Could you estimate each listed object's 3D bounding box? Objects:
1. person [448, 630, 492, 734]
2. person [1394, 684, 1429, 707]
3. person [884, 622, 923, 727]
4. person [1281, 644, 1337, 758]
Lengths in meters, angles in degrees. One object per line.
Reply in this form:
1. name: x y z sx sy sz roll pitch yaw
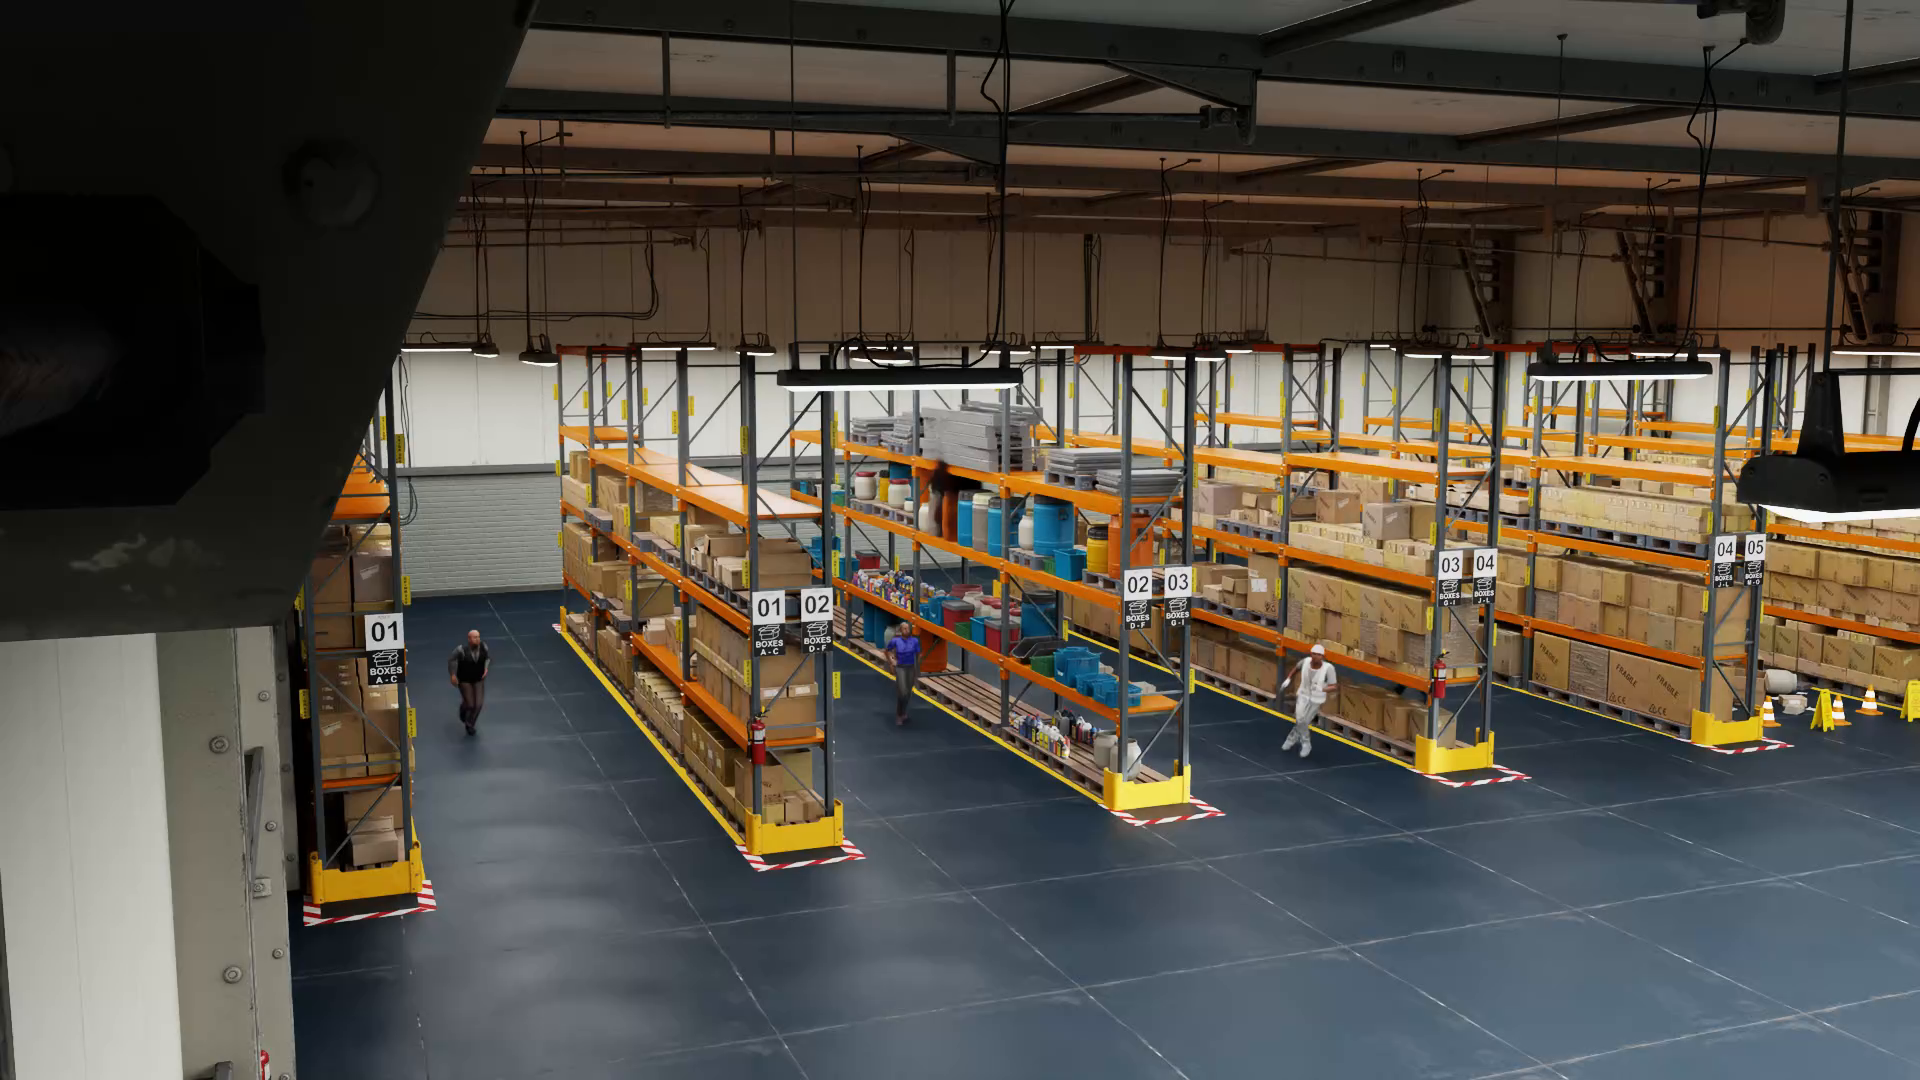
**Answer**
1. person: -7.659 2.211 26.066 0.646 1.654 0.691 -6 9 -39
2. person: 7.642 2.090 27.750 0.529 1.405 0.982 -3 8 -22
3. person: -0.871 2.152 26.654 0.586 1.675 0.709 -3 8 -21
4. person: 5.160 2.348 24.638 0.818 1.677 0.724 2 7 13
